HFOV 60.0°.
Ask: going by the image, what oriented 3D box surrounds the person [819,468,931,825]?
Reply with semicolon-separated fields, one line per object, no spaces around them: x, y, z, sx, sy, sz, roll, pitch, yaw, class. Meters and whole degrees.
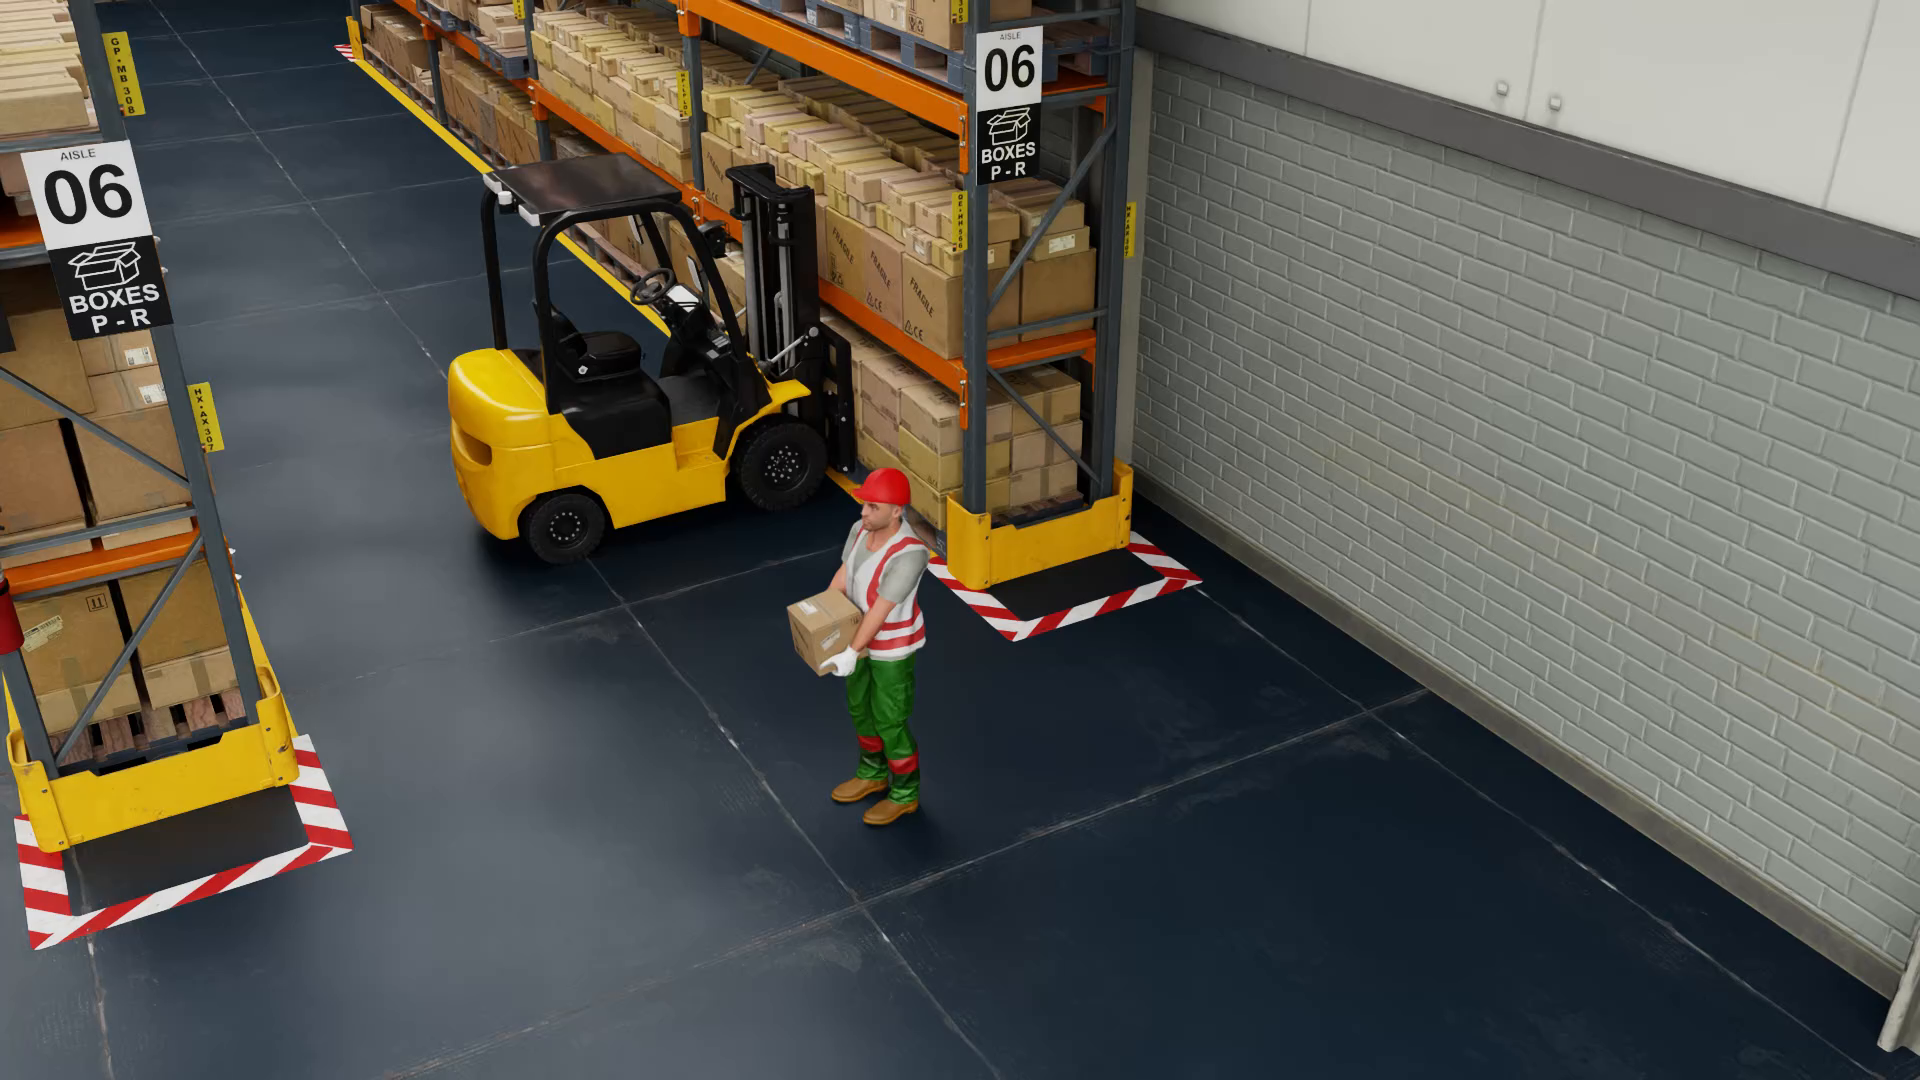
-0.442;0.506;7.619;0.558;1.786;0.495;-16;32;-26;person
